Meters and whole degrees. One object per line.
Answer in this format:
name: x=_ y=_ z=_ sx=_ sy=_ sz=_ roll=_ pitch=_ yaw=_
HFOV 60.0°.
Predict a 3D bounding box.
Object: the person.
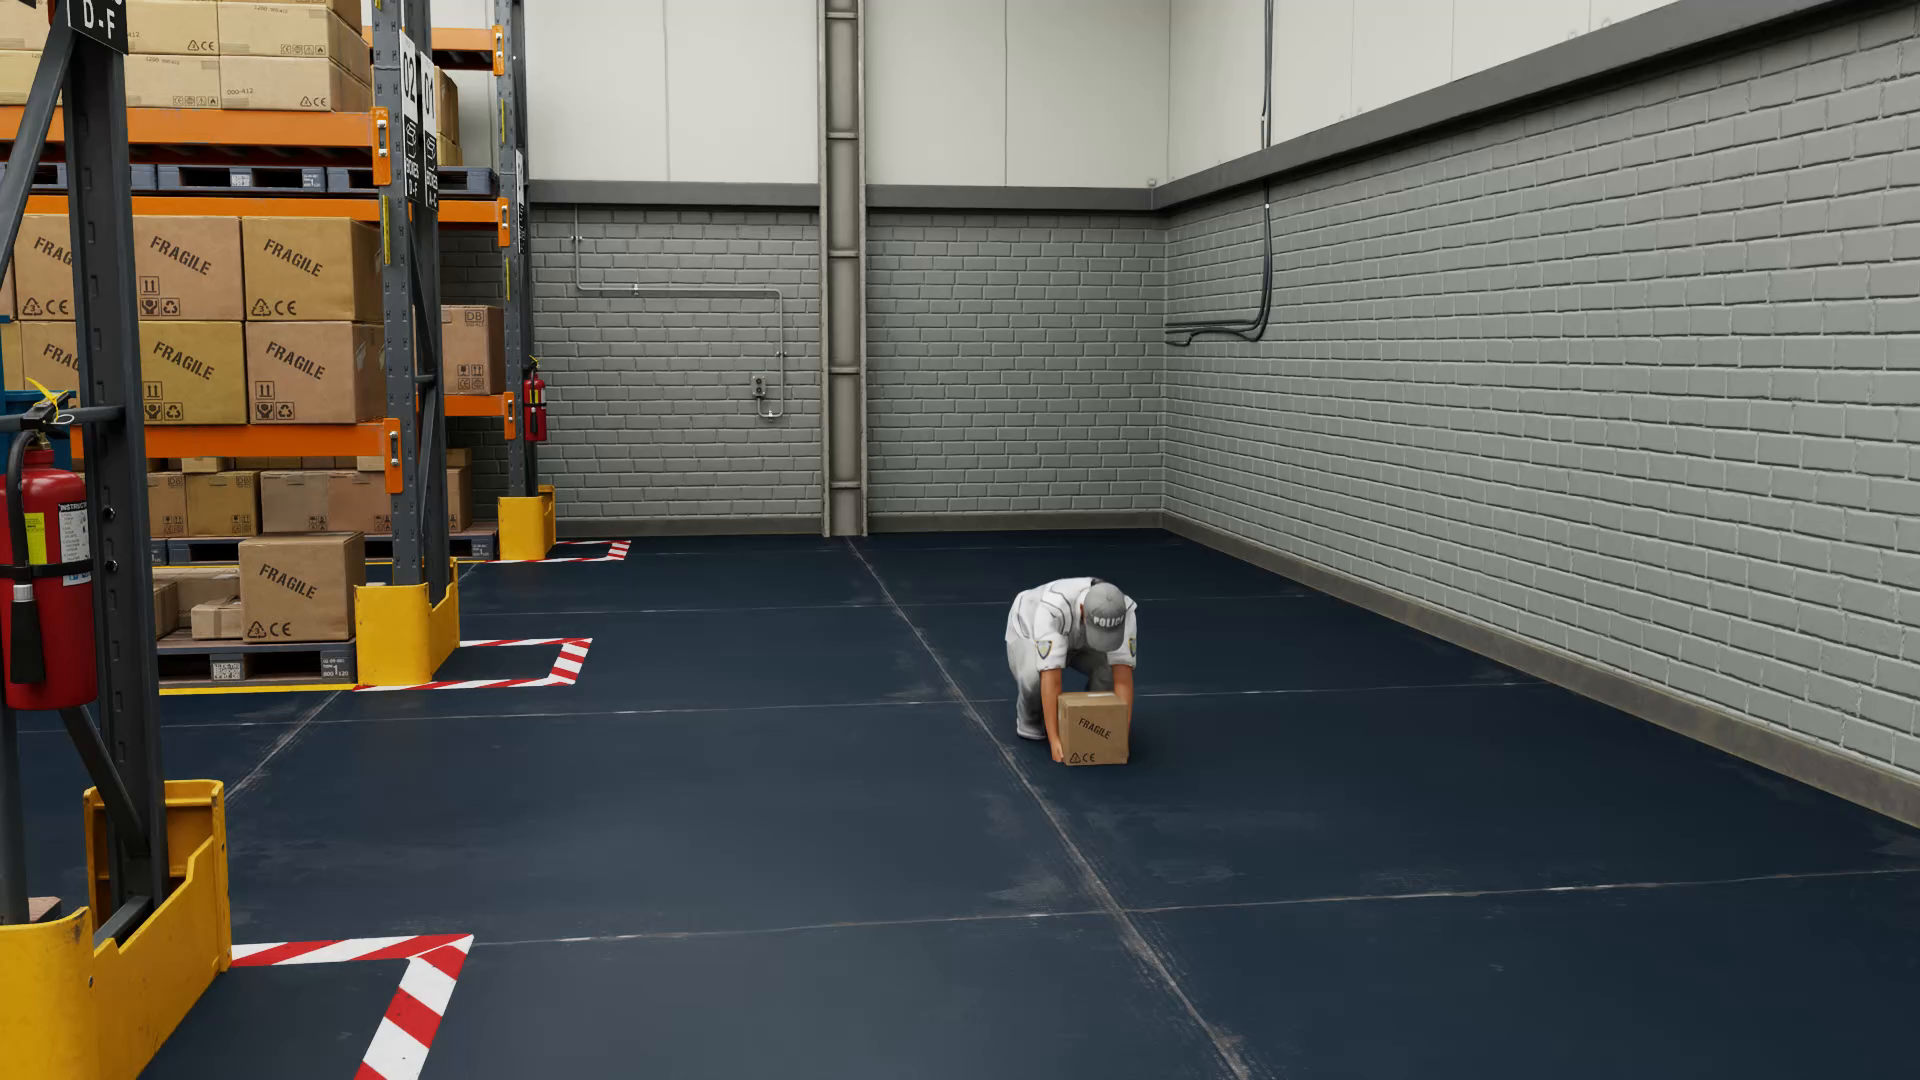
person: x=0.479 y=0.524 z=7.084 sx=0.506 sy=0.798 sz=0.883 roll=-1 pitch=7 yaw=-10
